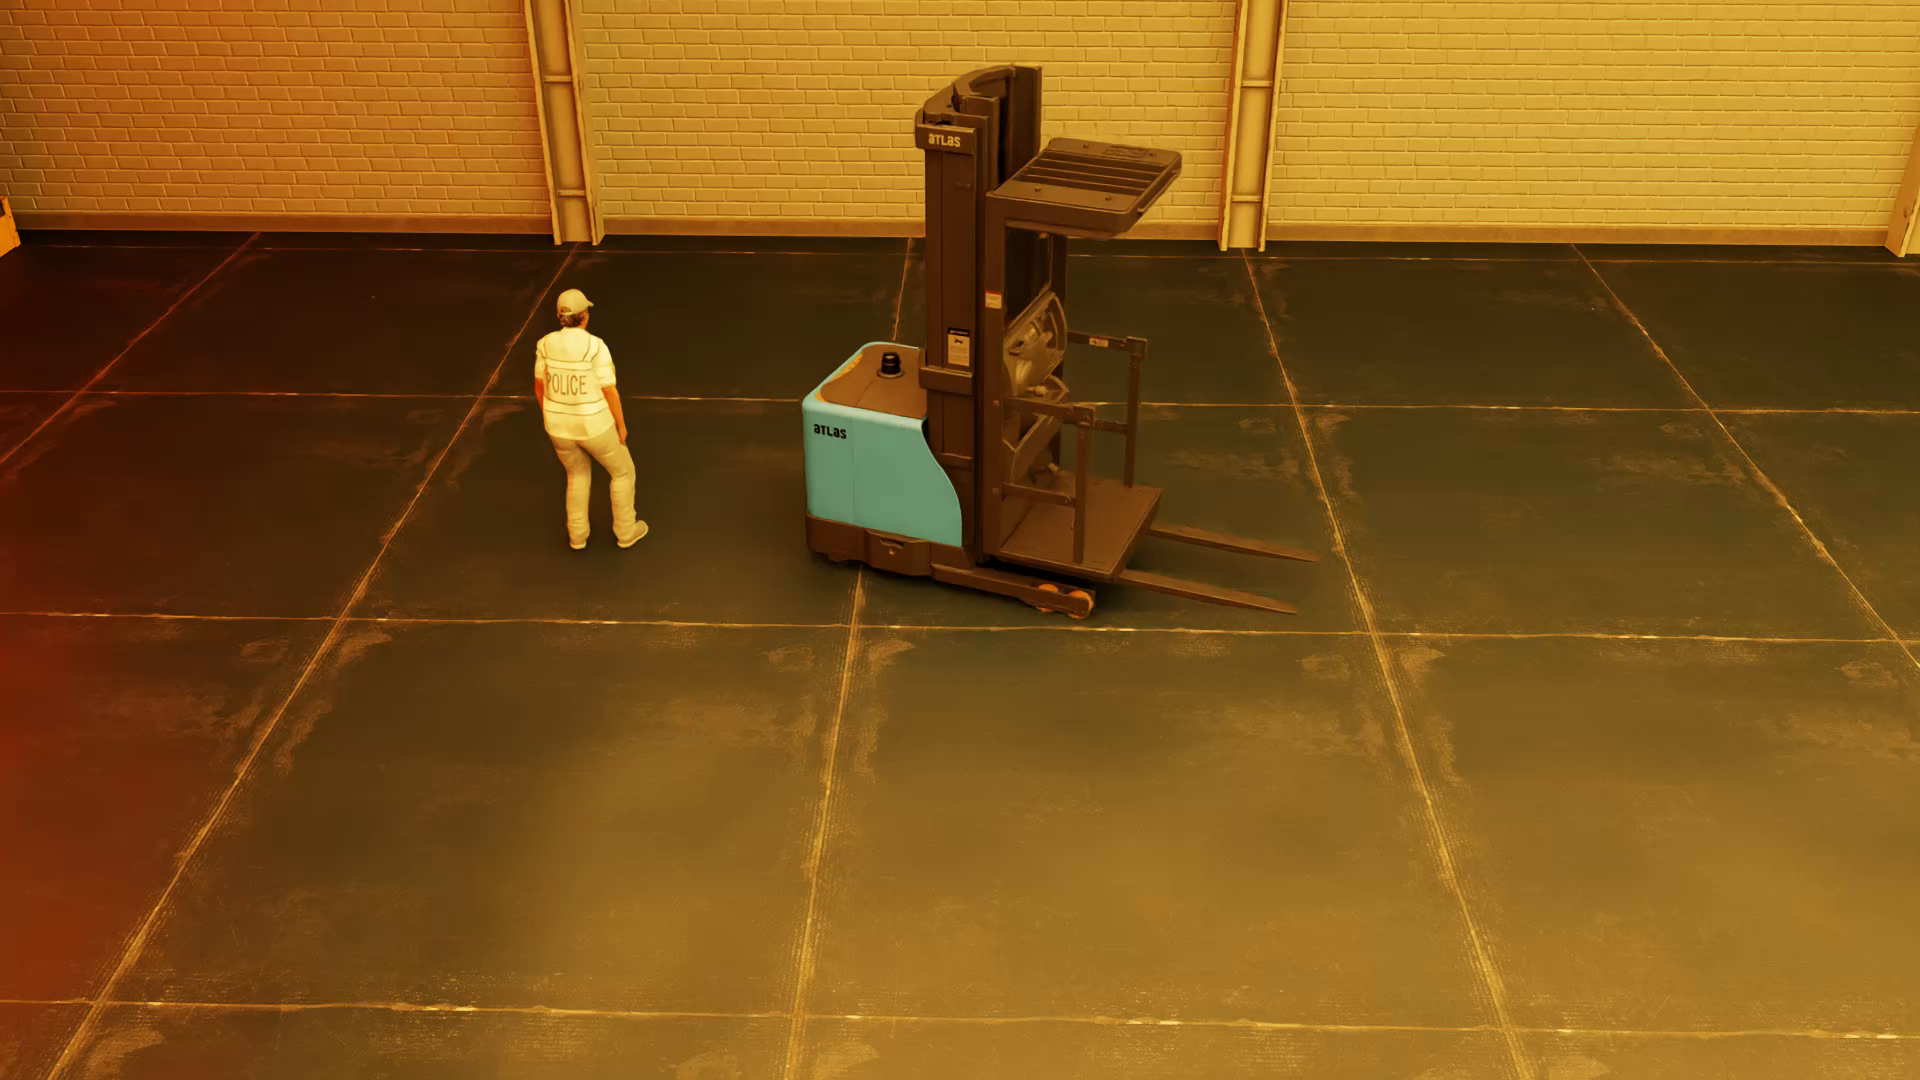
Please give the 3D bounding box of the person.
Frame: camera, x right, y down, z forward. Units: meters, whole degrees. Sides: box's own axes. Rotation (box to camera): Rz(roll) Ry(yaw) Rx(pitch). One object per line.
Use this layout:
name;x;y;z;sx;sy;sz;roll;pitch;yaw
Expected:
person;-2.273;-0.715;10.086;0.539;1.660;0.454;8;31;13

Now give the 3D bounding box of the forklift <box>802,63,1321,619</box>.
forklift;0.620;-1.106;9.490;3.031;2.935;1.130;12;32;19
